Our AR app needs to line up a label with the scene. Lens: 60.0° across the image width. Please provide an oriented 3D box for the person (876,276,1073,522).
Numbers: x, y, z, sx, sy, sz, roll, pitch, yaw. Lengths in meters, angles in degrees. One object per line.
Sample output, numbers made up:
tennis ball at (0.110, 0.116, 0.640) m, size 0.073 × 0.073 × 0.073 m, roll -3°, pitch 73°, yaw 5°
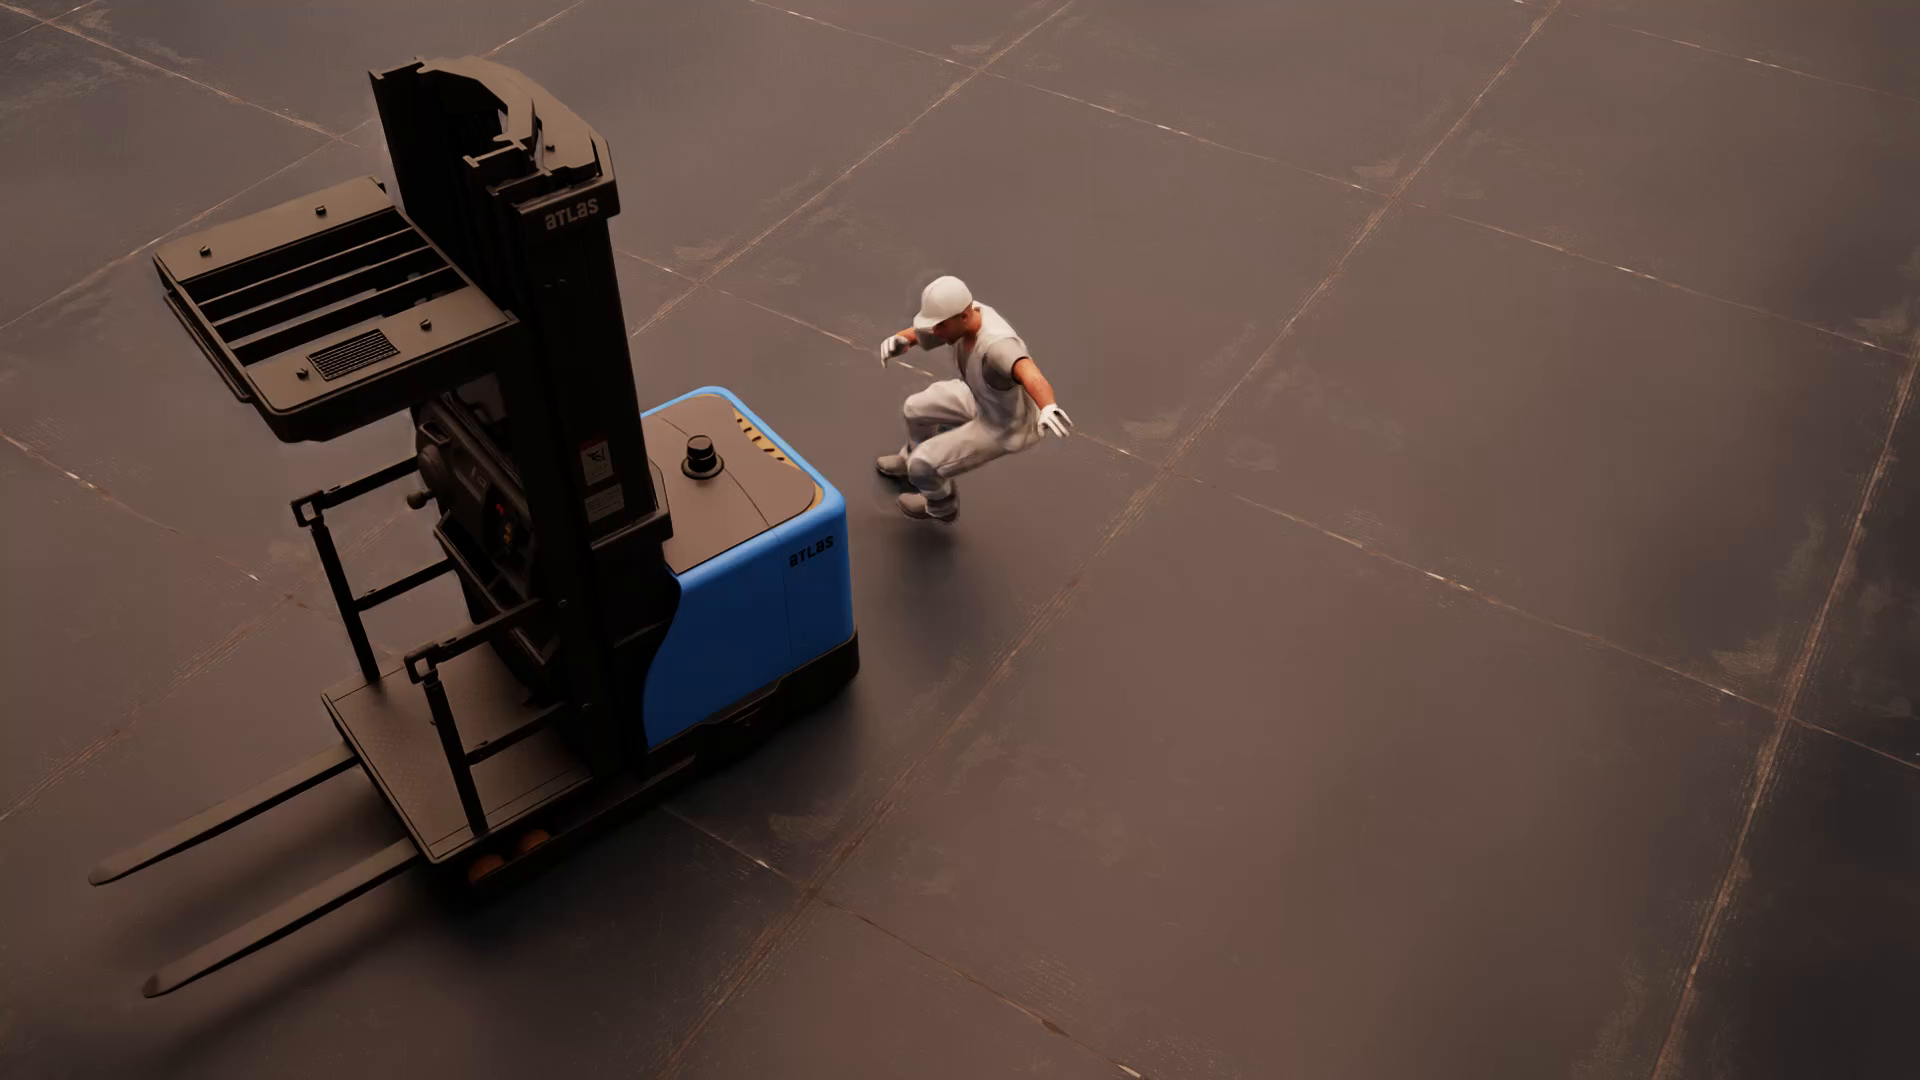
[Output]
person at (0.039, -0.475, 7.398) m, size 0.741 × 1.464 × 1.499 m, roll -12°, pitch 45°, yaw -12°

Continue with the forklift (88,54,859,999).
forklift at (-1.915, -0.088, 5.941) m, size 3.031 × 2.935 × 1.130 m, roll -28°, pitch 50°, yaw -27°
